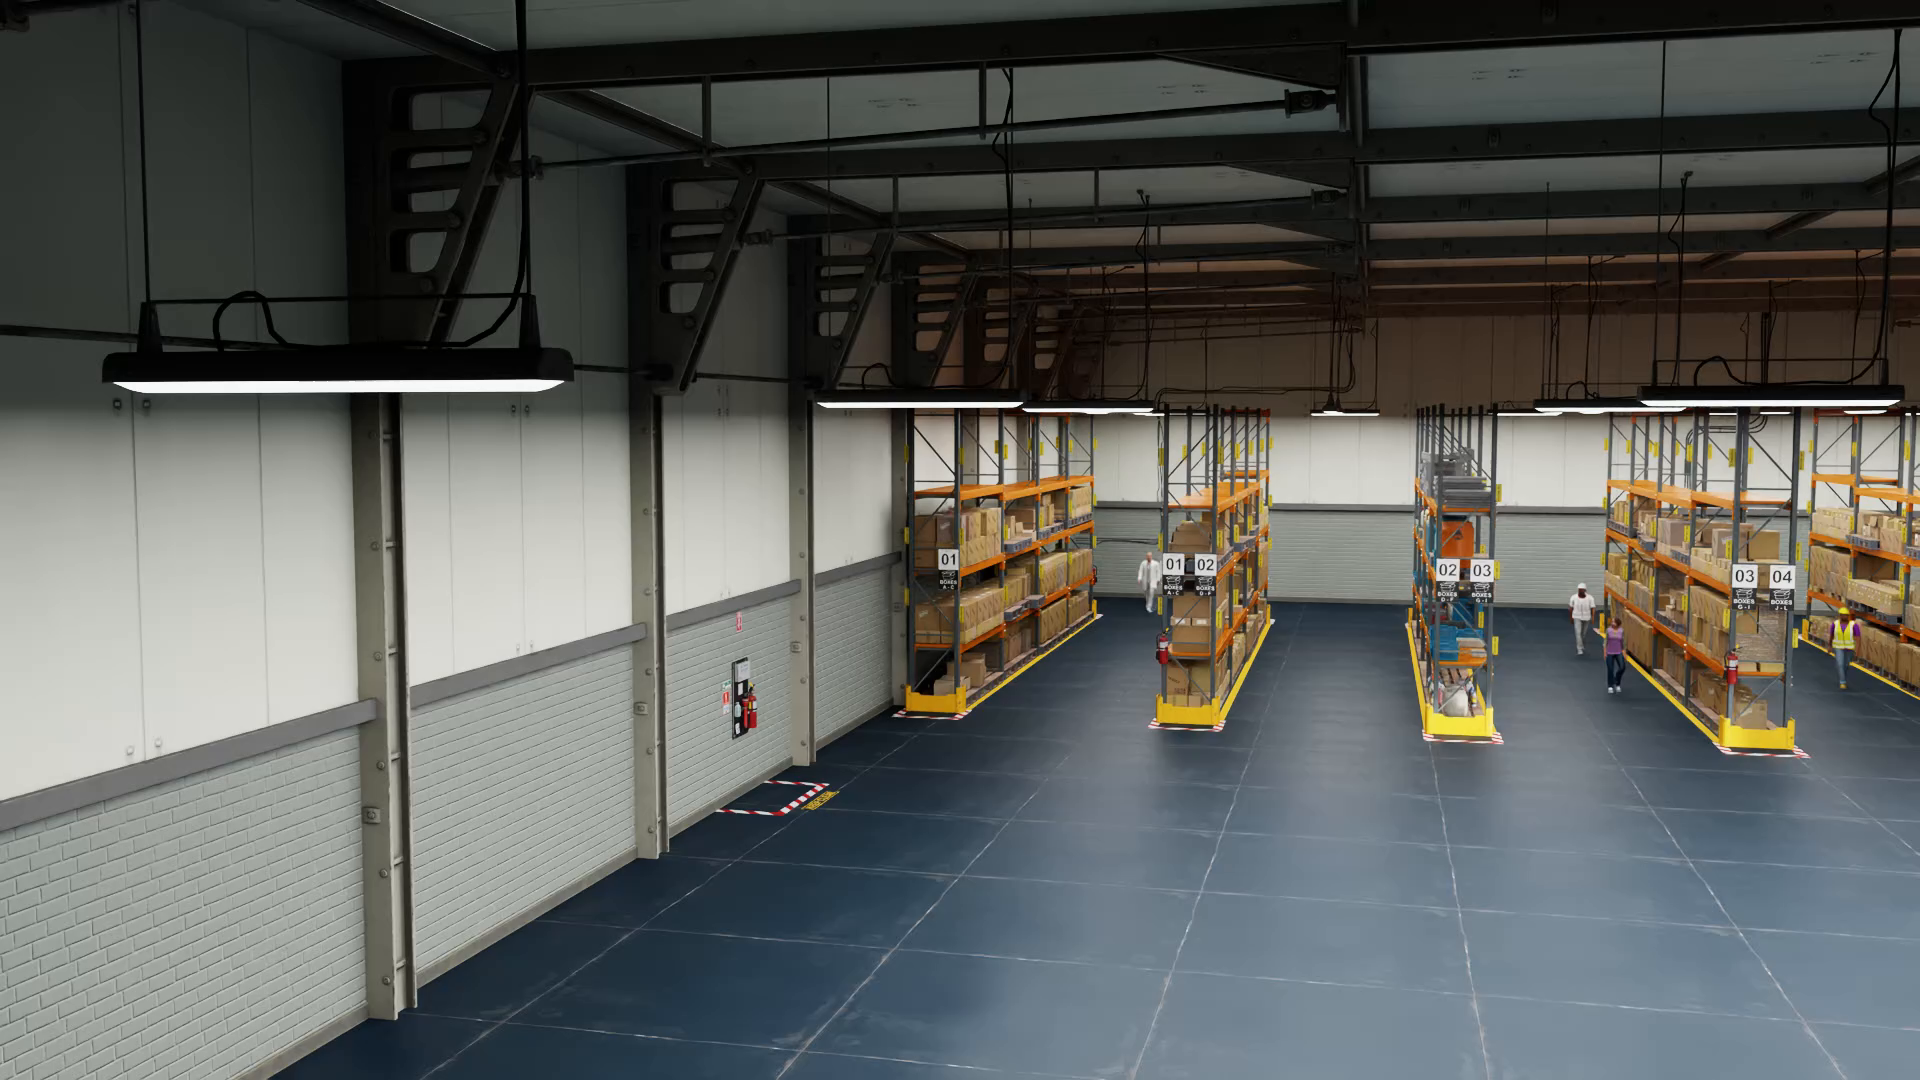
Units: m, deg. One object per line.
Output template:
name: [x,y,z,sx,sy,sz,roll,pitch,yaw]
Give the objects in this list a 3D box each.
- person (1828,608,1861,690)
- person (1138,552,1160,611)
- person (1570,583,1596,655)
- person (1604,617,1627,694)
person: [18.748,2.291,35.206,0.557,1.708,1.085,1,4,15]
person: [5.620,1.229,49.580,0.621,1.713,1.121,1,4,17]
person: [15.165,1.907,40.492,0.562,1.710,1.081,1,4,12]
person: [13.639,2.399,34.606,0.452,1.615,0.459,1,4,11]
